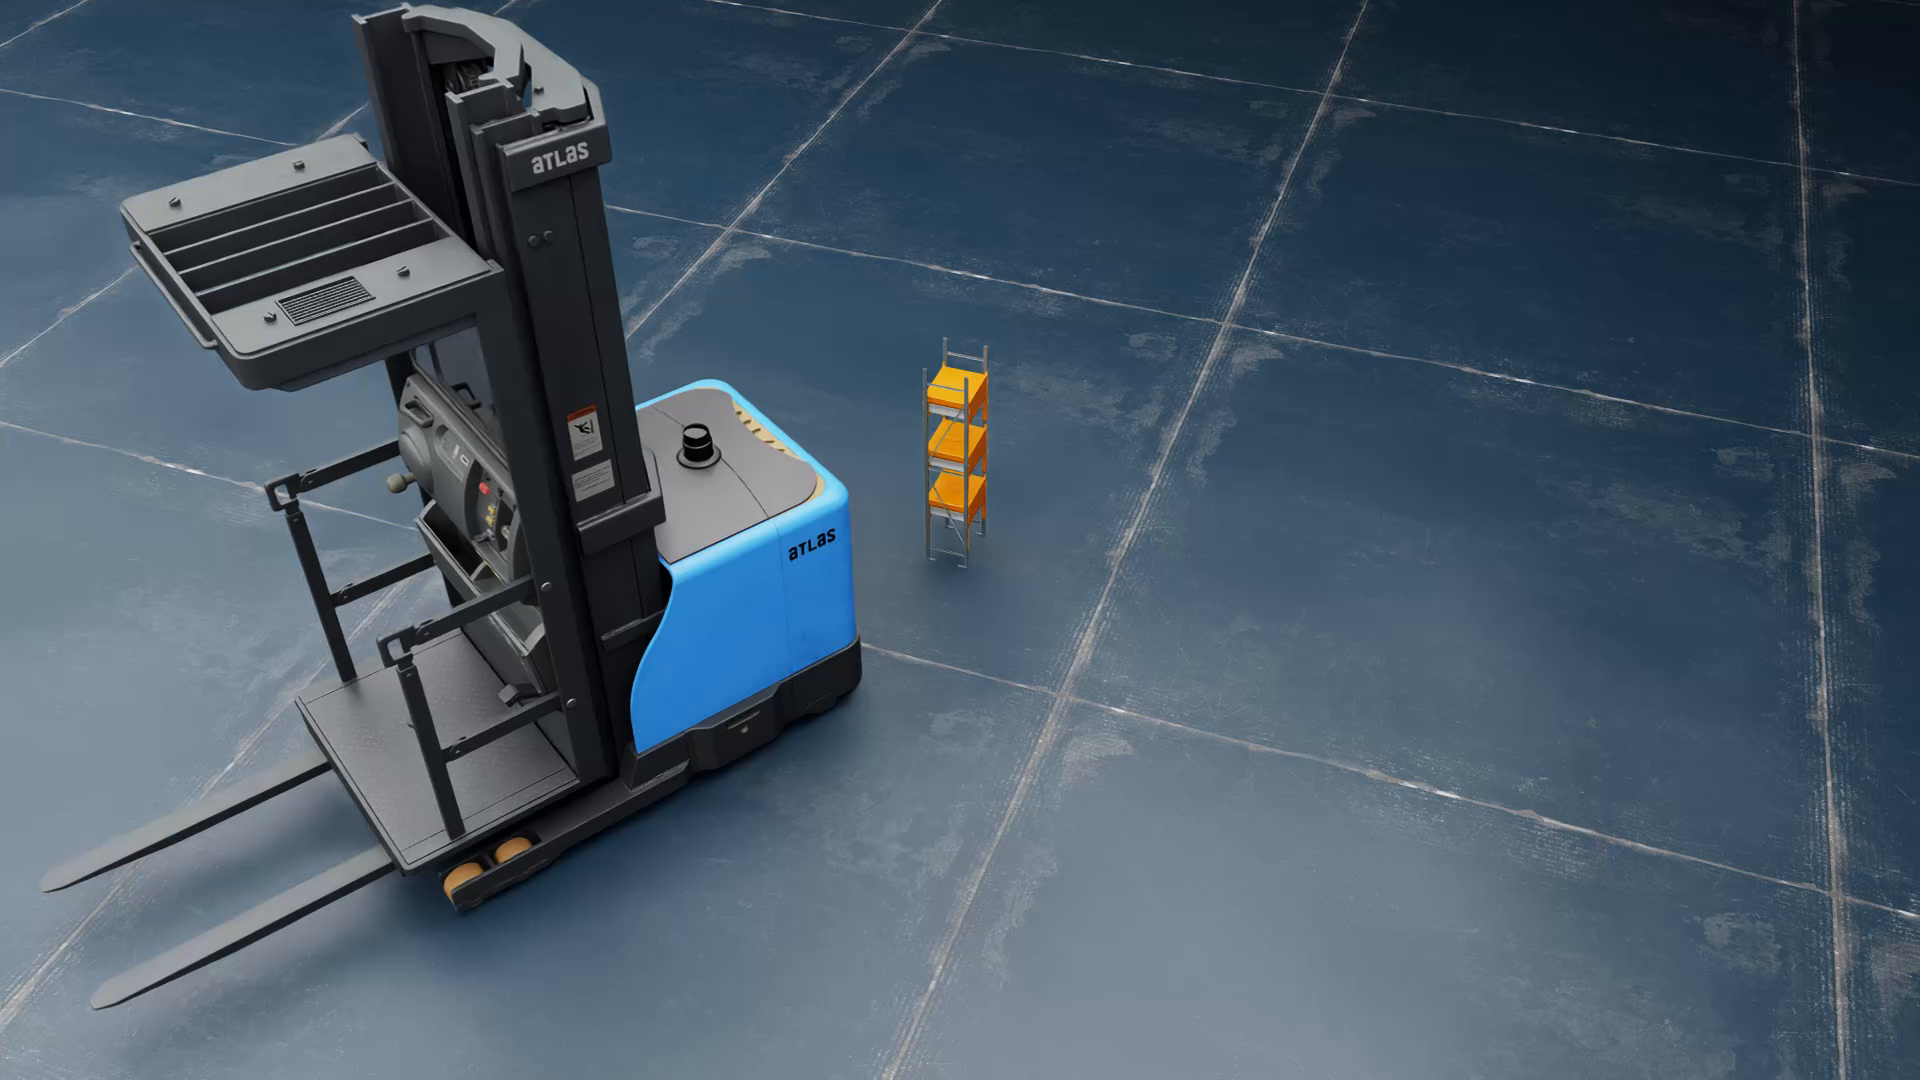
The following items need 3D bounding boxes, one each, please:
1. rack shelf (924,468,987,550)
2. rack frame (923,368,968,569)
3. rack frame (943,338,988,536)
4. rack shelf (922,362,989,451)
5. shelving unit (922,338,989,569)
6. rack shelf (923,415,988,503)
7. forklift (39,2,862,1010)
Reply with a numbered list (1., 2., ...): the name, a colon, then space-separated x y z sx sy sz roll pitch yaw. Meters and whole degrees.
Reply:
1. rack shelf: -0.018 -0.147 7.512 0.215 0.259 0.240 13 42 15
2. rack frame: -0.060 -0.292 7.237 0.200 1.050 0.008 13 42 15
3. rack frame: 0.023 -0.441 7.412 0.200 1.050 0.008 13 42 15
4. rack shelf: -0.018 -0.575 7.147 0.215 0.259 0.240 13 42 15
5. shelving unit: -0.018 -0.367 7.325 0.215 1.050 0.252 13 42 15
6. rack shelf: -0.018 -0.359 7.331 0.215 0.259 0.240 13 42 15
7. forklift: -1.885 -0.154 5.626 3.031 2.935 1.130 -27 47 -28
